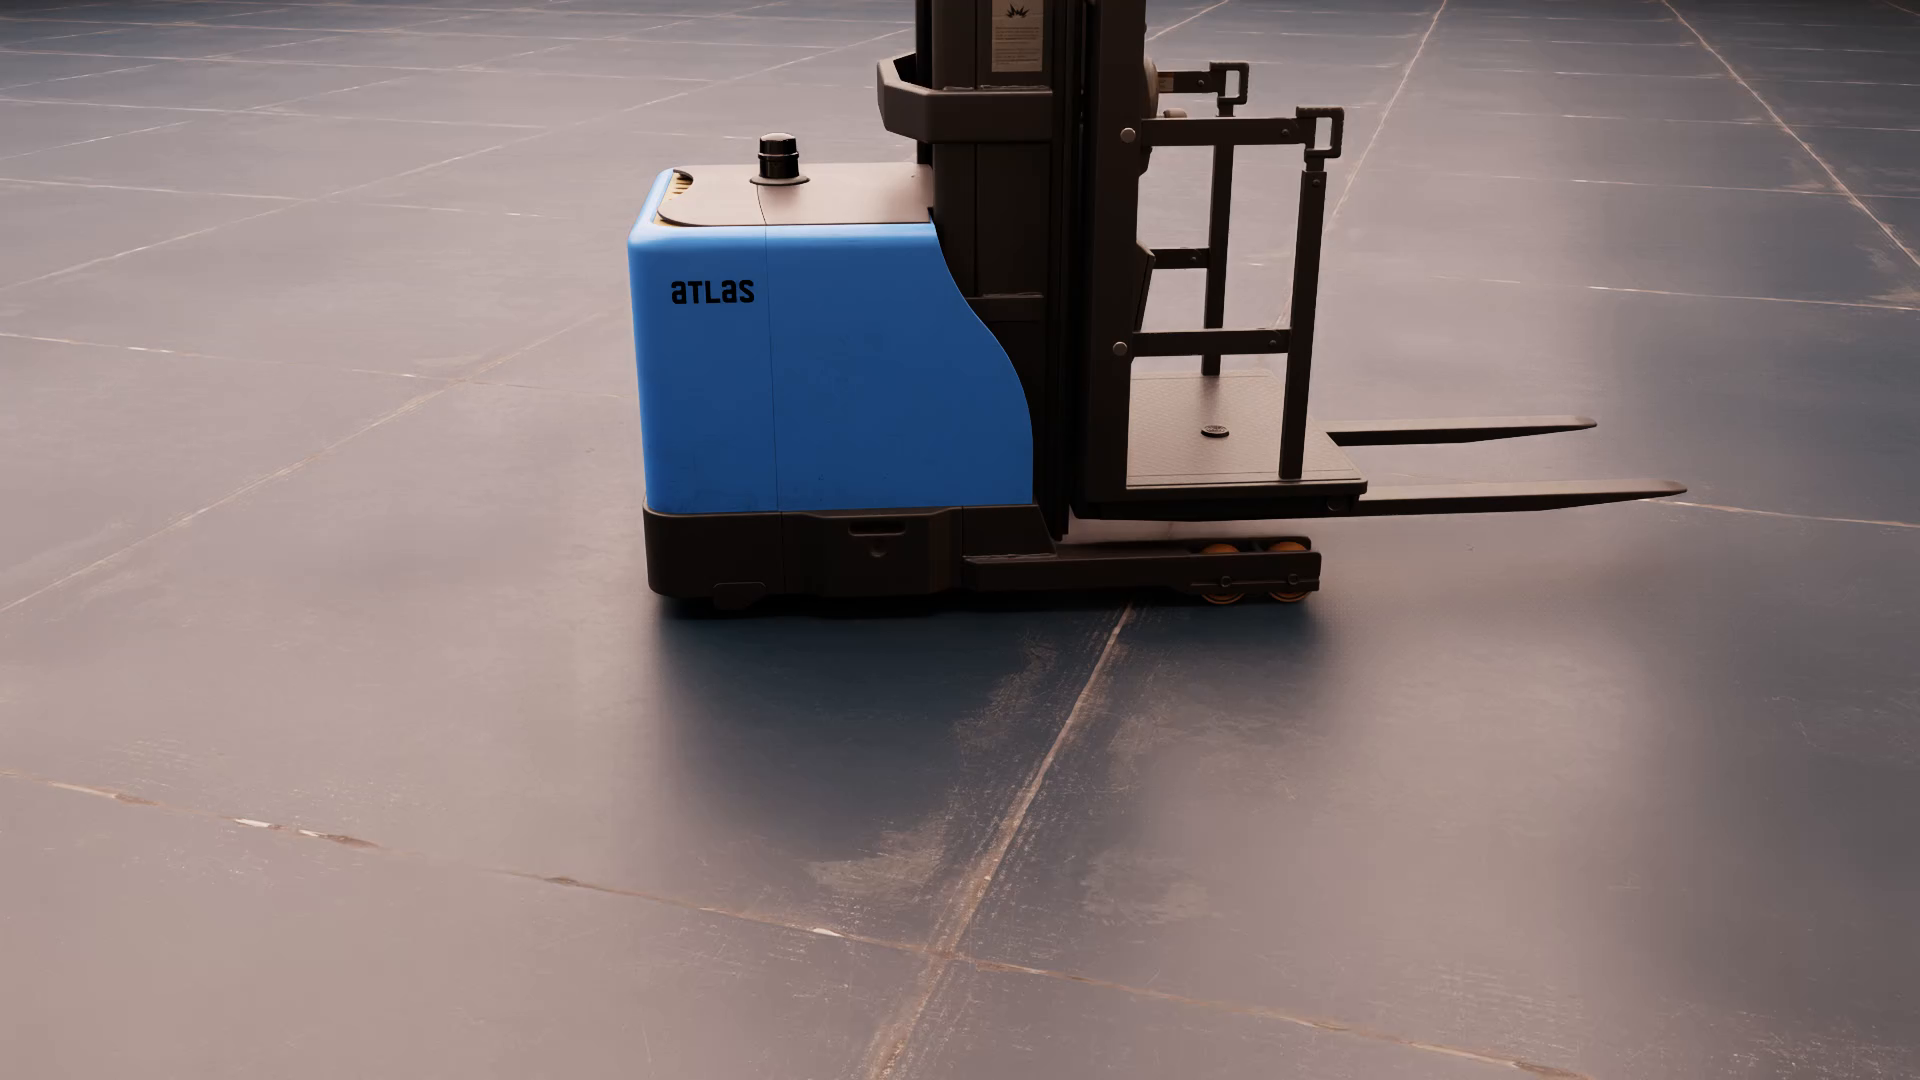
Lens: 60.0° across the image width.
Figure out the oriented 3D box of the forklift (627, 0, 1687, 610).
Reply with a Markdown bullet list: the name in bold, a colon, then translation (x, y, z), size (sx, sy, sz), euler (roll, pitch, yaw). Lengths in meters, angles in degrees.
- **forklift**: translation (0.606, -1.374, 4.608), size (3.031, 2.935, 1.130), euler (-2, 23, -4)
